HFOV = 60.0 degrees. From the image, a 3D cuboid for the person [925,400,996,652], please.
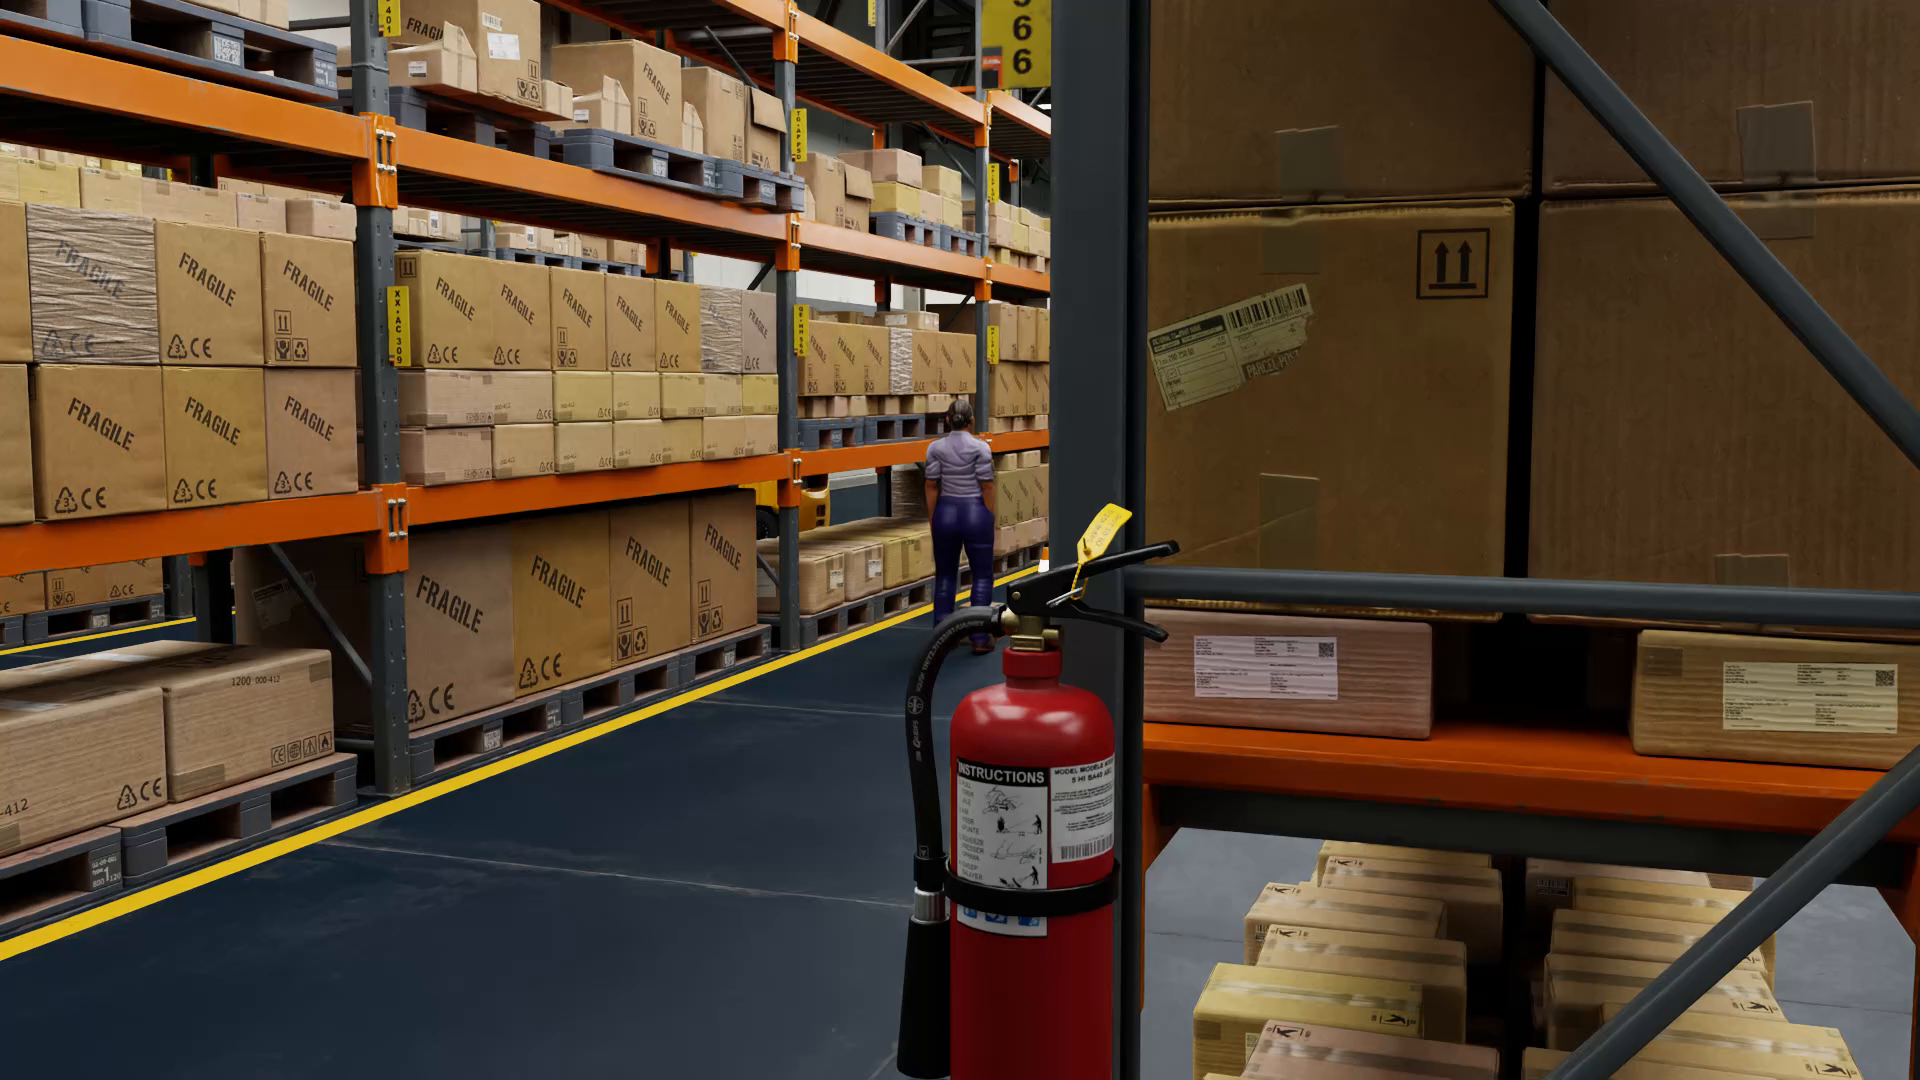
[{"bbox_3d":[0.006,-0.086,10.848,0.471,1.646,0.341,2,6,18],"label":"person"}]
